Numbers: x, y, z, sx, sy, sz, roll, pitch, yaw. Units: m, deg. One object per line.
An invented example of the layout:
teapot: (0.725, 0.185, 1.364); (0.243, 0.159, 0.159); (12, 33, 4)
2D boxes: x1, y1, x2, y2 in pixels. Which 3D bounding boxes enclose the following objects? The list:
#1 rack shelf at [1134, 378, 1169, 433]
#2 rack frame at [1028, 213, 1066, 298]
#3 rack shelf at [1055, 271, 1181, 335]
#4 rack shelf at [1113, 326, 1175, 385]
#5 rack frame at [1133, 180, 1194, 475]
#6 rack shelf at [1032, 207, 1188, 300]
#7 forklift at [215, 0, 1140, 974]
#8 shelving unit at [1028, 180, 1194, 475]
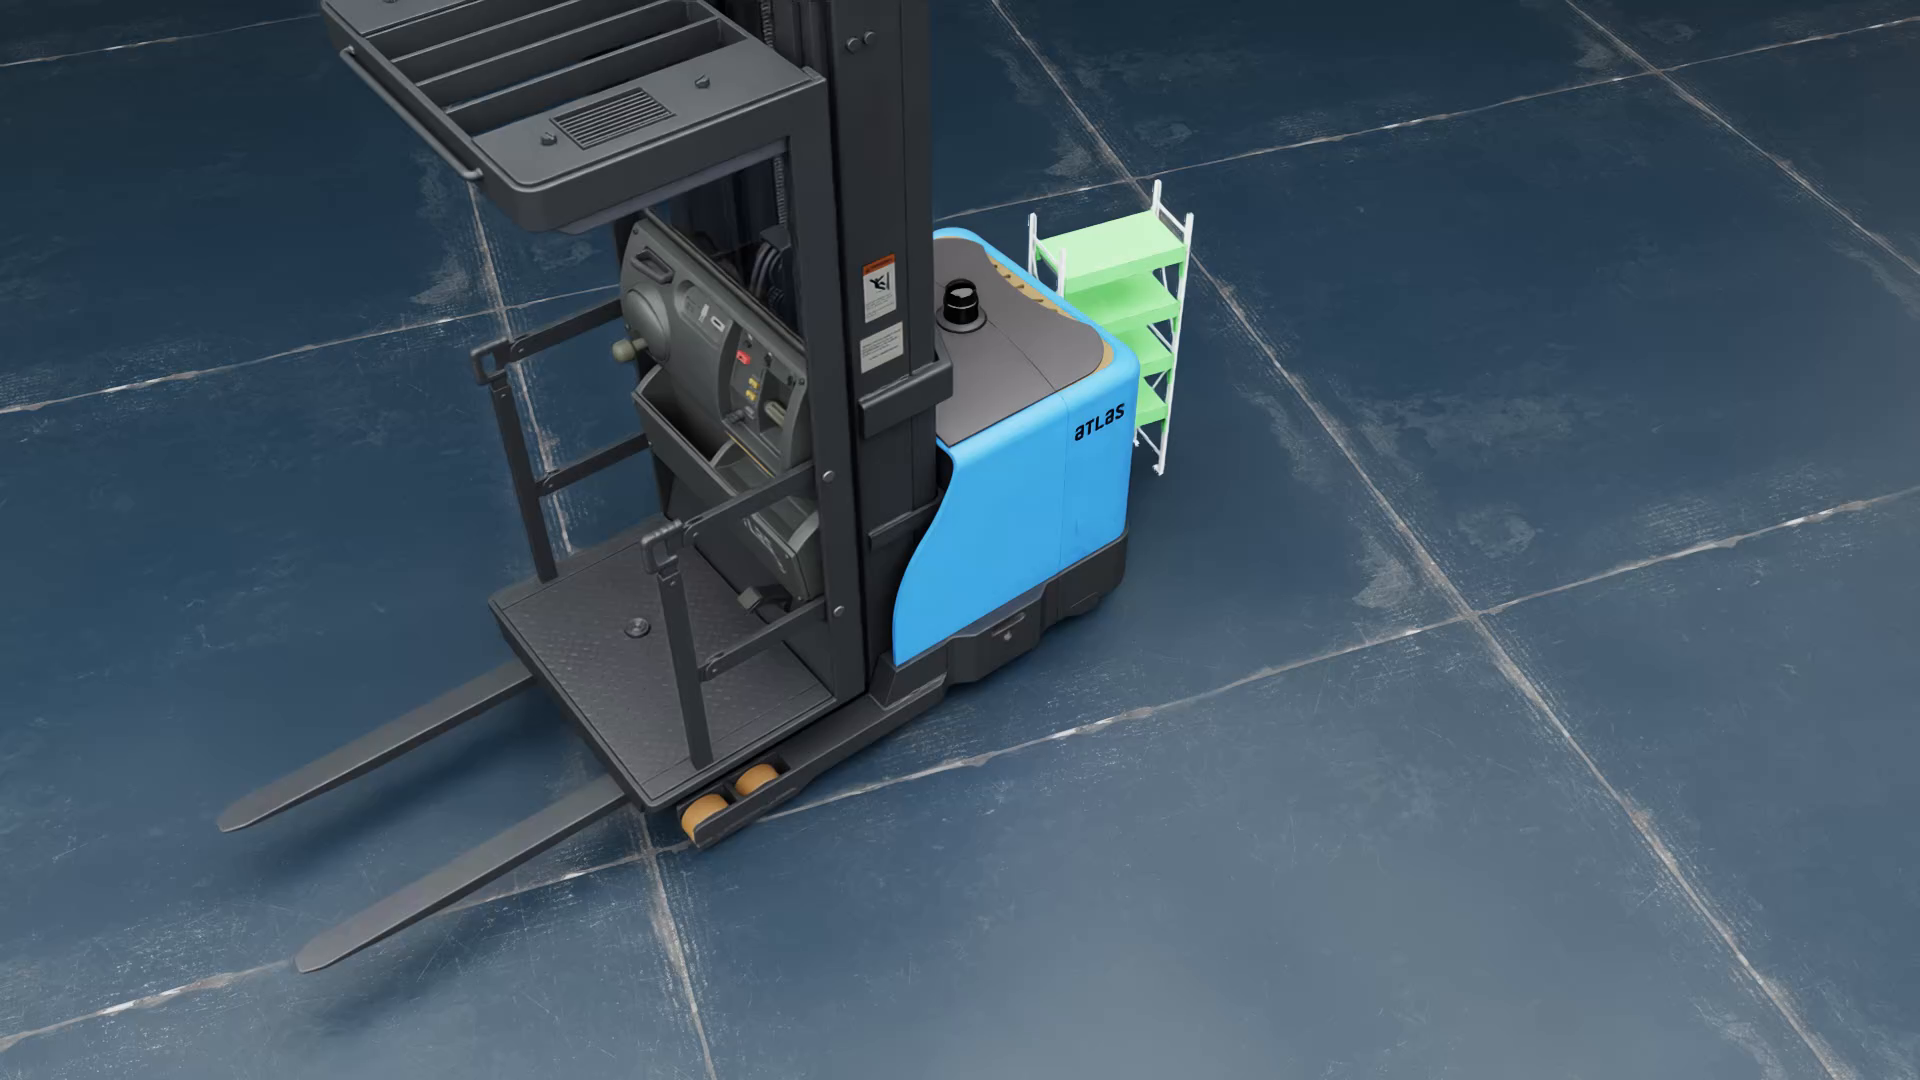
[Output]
rack shelf: (0.517, -0.469, 6.300); (0.480, 0.148, 0.258); (-18, 48, -17)
rack frame: (0.296, -0.611, 6.011); (0.015, 1.200, 0.240); (-18, 48, -17)
rack shelf: (0.517, -0.808, 5.960); (0.480, 0.148, 0.258); (-18, 48, -17)
rack shelf: (0.517, -0.639, 6.130); (0.480, 0.148, 0.258); (-18, 48, -17)
rack frame: (0.738, -0.757, 6.157); (0.015, 1.200, 0.240); (-18, 48, -17)
rack shelf: (0.517, -0.977, 5.790); (0.480, 0.148, 0.258); (-18, 48, -17)
forklift: (-0.878, -0.493, 4.672); (3.031, 2.935, 1.130); (-29, 52, -26)
shelving unit: (0.517, -0.684, 6.084); (0.503, 1.200, 0.258); (-18, 48, -17)
